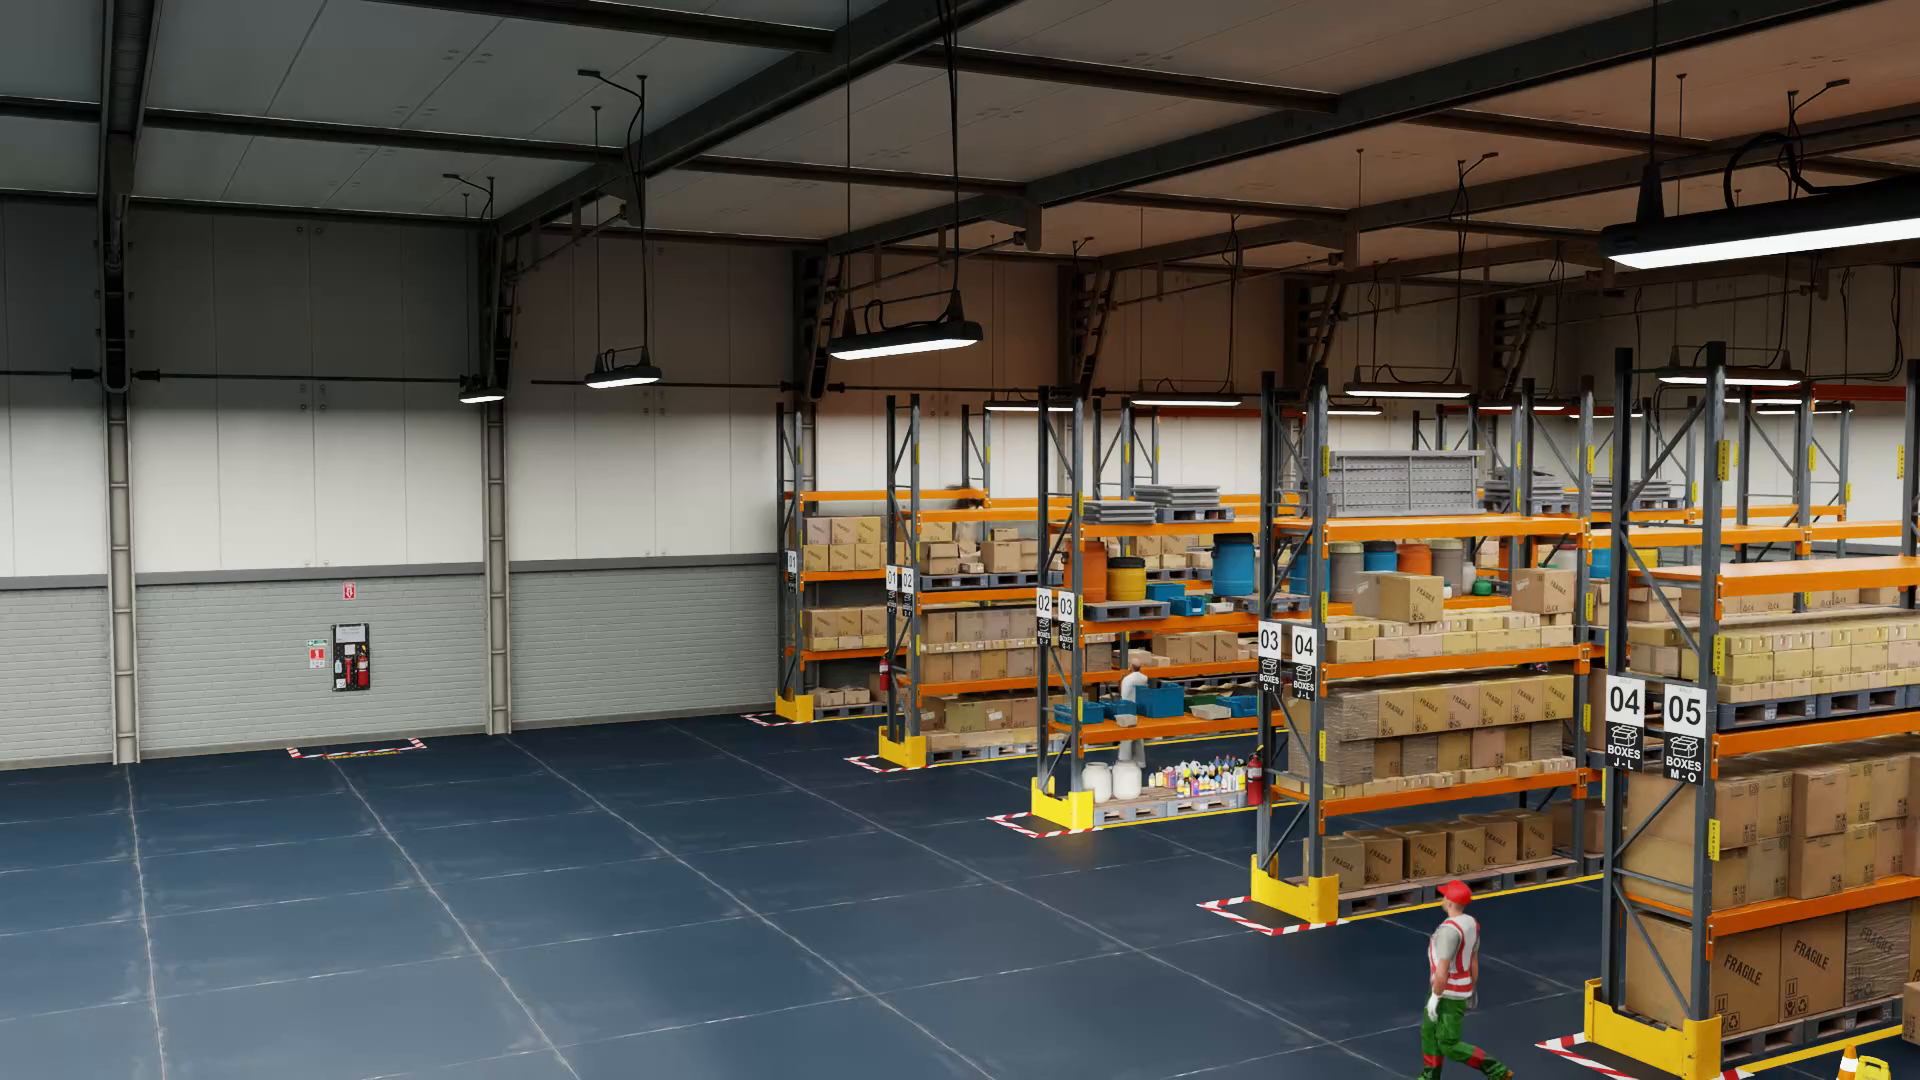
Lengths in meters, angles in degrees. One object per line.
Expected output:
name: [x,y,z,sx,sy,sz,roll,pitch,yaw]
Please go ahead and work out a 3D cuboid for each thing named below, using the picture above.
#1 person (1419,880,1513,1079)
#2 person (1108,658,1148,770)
person: [3.882,3.542,13.000,0.844,1.775,0.498,0,3,8]
person: [2.688,2.820,26.596,0.566,1.726,0.601,1,4,25]
